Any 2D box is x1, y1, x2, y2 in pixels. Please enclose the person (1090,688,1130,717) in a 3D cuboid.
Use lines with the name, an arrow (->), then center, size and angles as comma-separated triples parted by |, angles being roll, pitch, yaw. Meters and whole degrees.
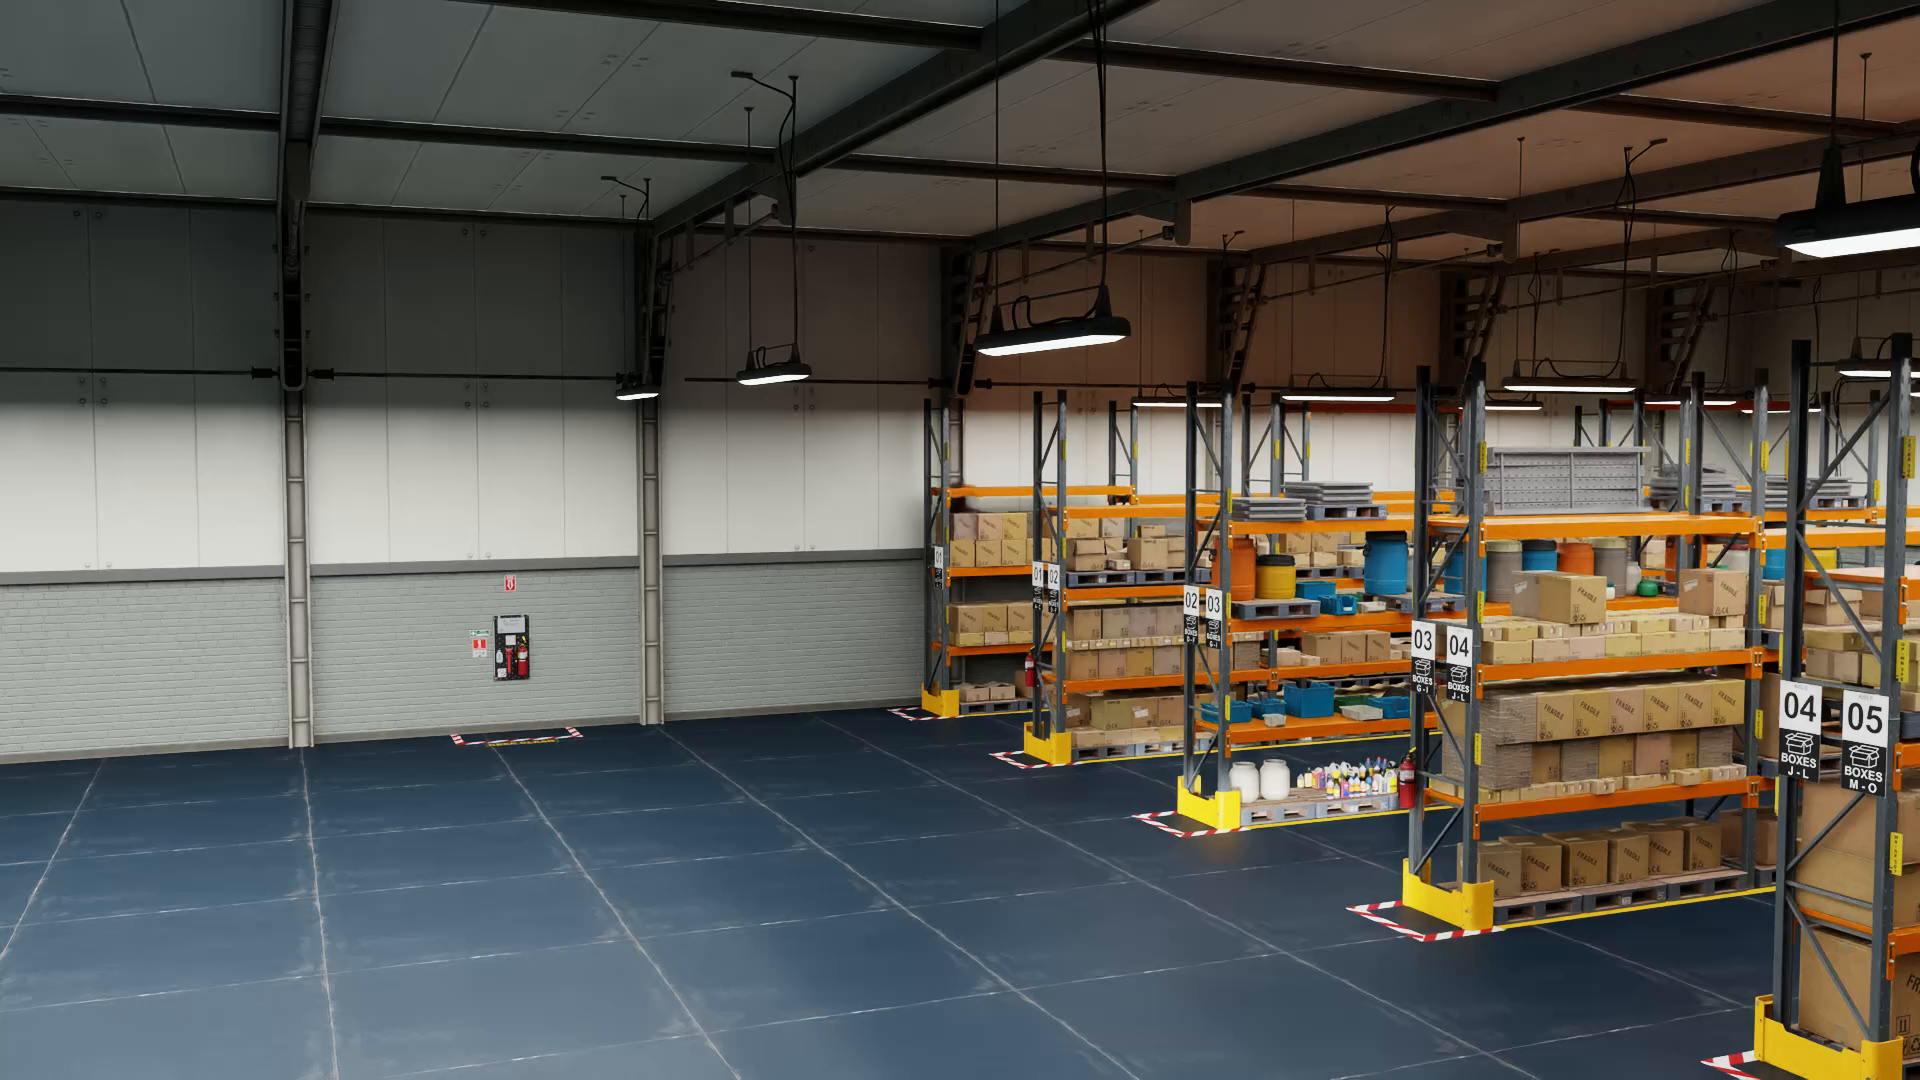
person -> 2.938, 2.461, 31.334 | 0.975, 1.743, 0.577 | -1, 4, -20
